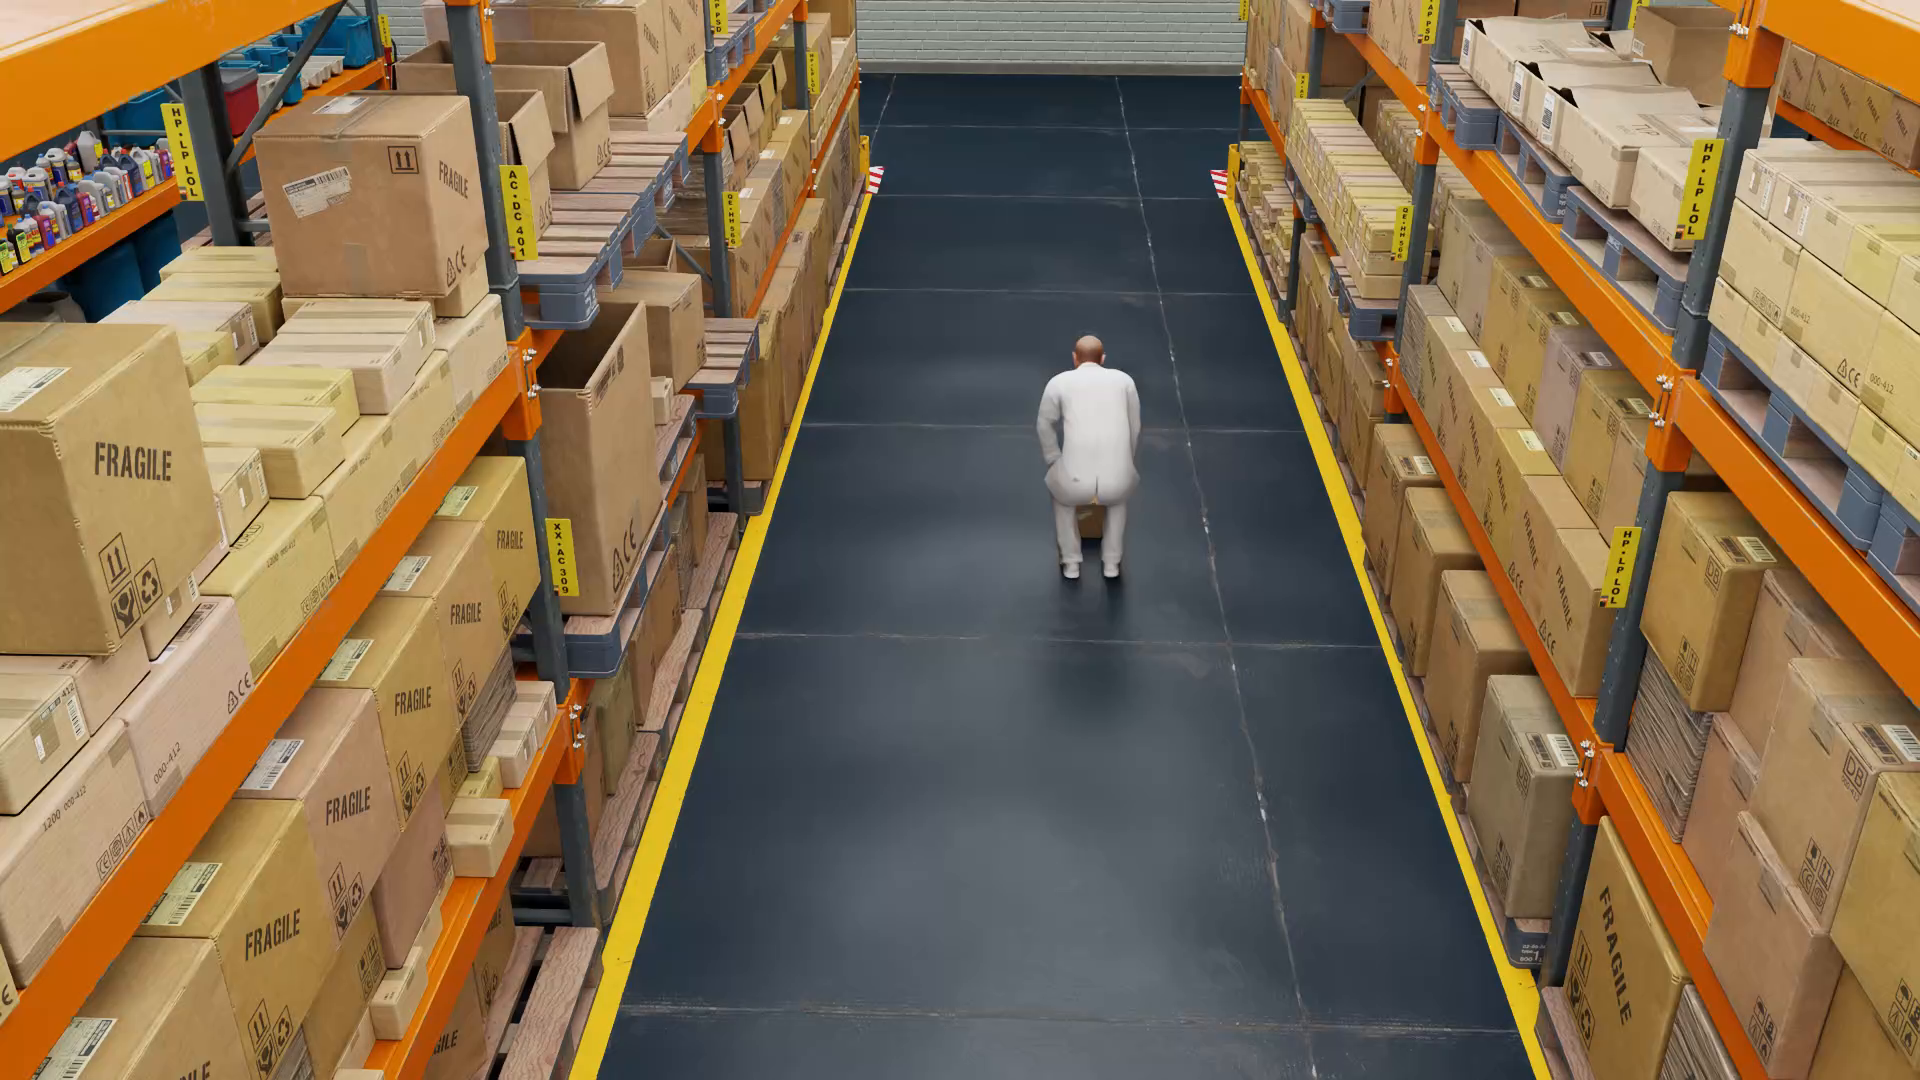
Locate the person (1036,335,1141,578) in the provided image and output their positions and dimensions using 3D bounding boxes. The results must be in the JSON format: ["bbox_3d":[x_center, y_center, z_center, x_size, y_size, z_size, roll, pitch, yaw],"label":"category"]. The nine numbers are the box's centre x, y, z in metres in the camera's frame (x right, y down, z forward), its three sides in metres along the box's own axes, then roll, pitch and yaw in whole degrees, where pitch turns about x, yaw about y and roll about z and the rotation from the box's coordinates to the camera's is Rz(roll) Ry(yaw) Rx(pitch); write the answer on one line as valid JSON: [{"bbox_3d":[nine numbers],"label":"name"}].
[{"bbox_3d":[0.768,-0.466,9.963,0.630,1.380,0.737,1,28,2],"label":"person"}]
